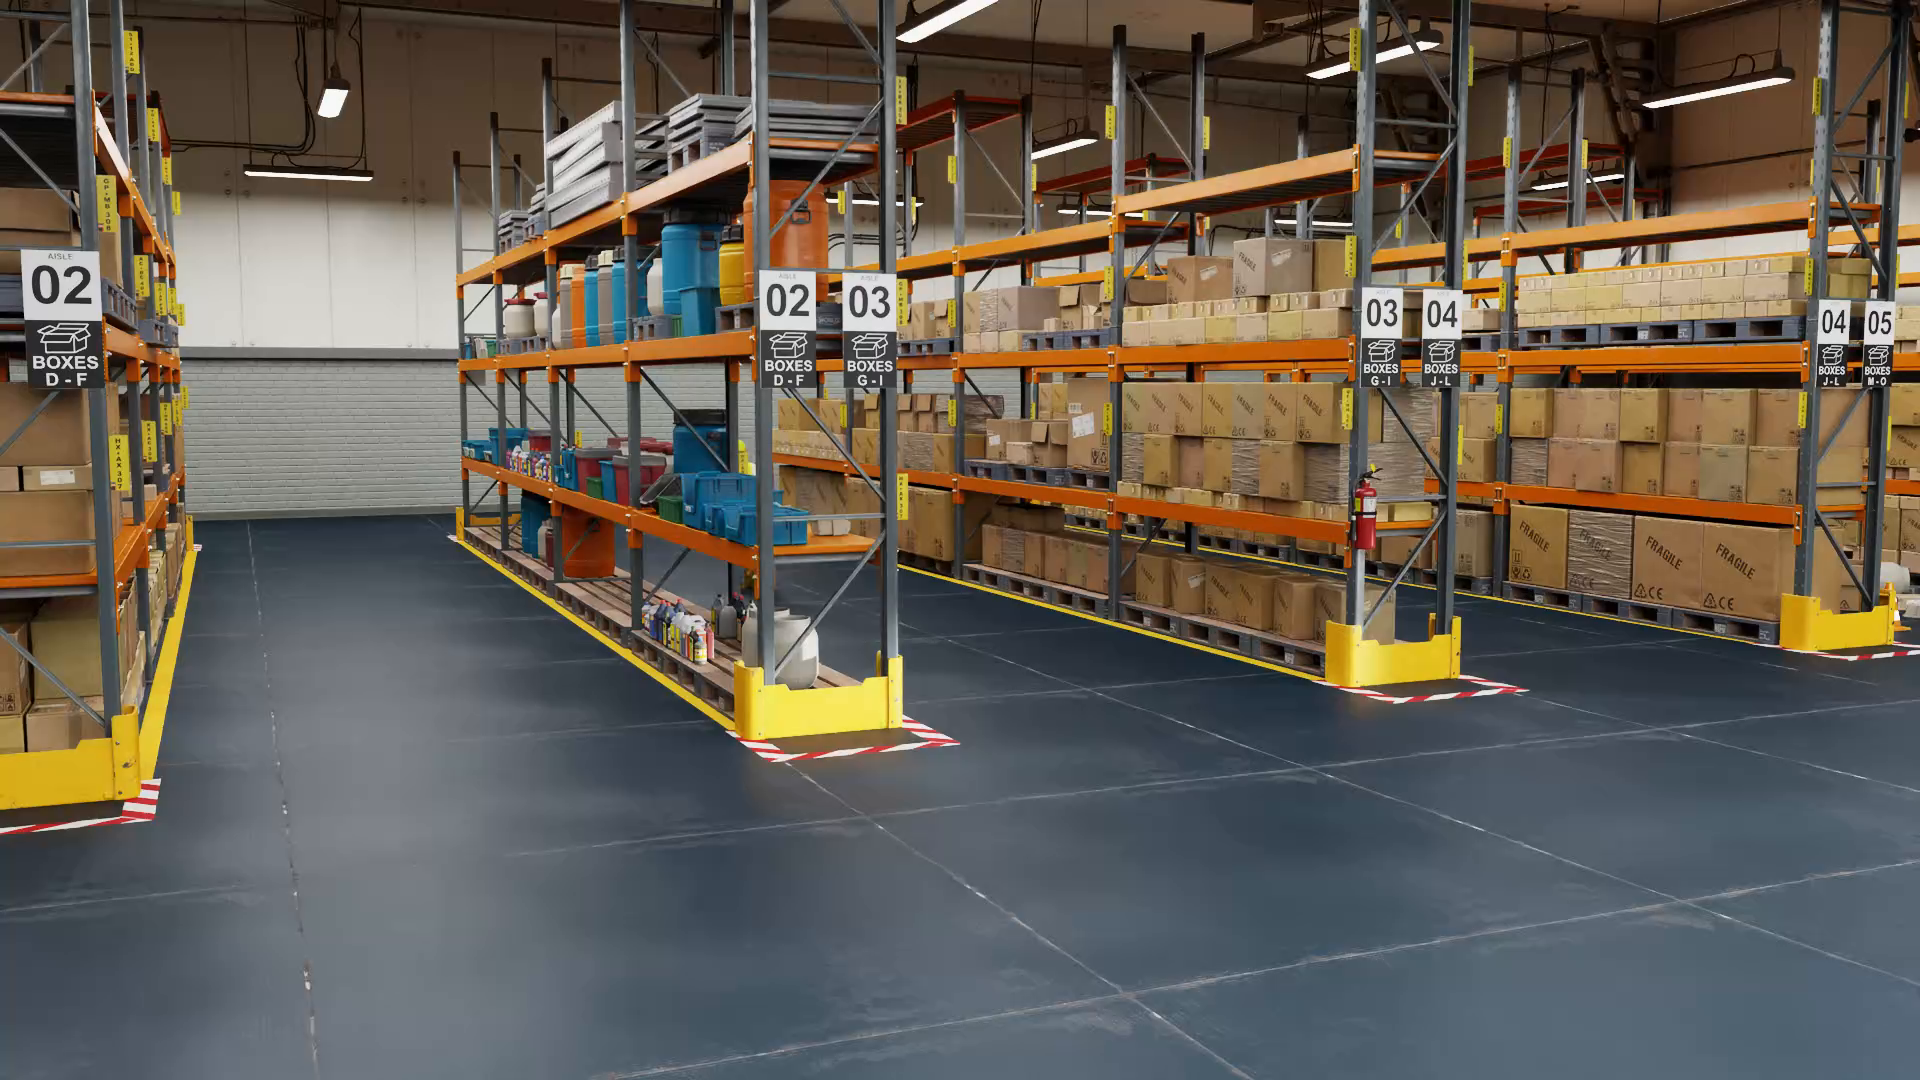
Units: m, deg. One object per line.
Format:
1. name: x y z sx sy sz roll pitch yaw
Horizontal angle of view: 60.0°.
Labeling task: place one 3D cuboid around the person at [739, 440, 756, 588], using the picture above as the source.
1. person: -2.643 -0.304 19.766 0.621 1.788 0.522 -3 6 -28
